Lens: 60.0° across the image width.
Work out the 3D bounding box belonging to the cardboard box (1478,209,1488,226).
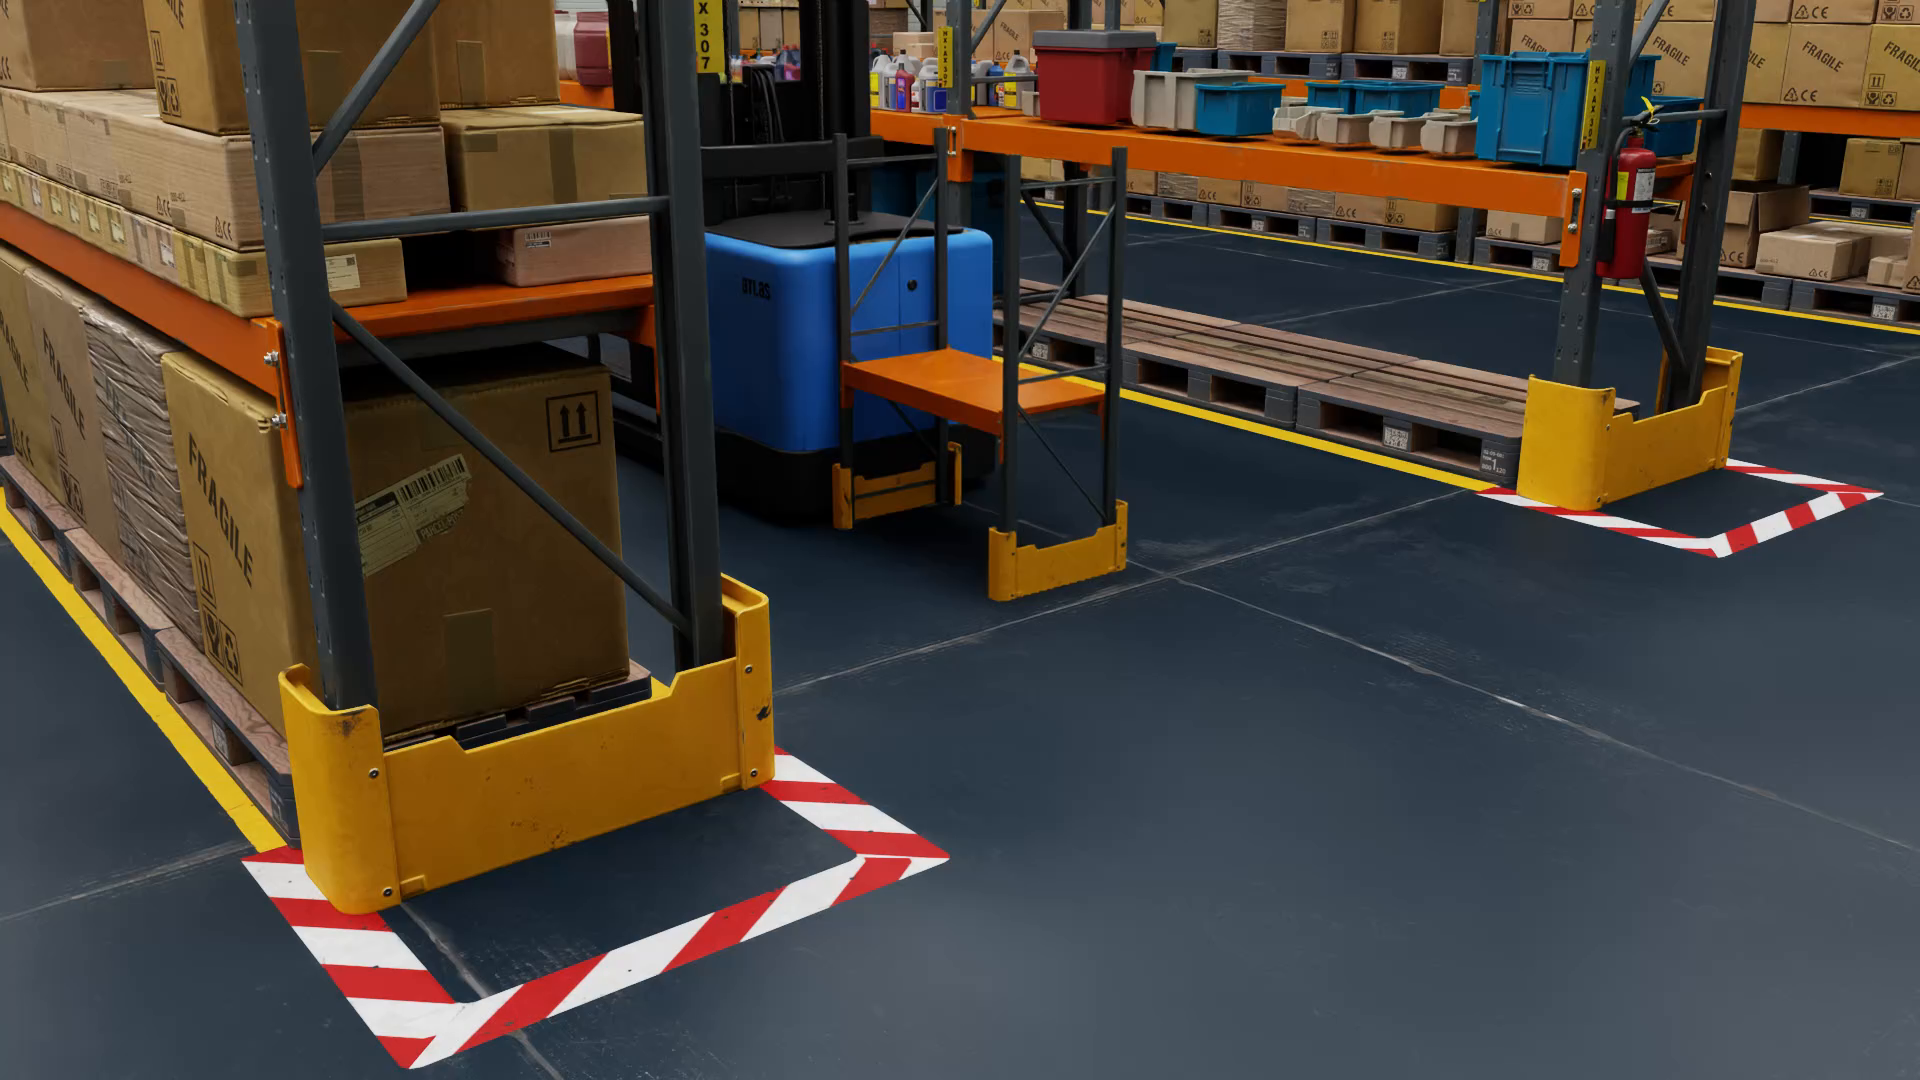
[{"bbox_3d":[4.126,-2.831,13.417,0.500,0.500,0.500,-15,24,-39],"label":"cardboard box"}]

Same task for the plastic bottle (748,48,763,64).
[{"bbox_3d":[-1.548,-3.590,12.618,0.061,0.283,0.133,-14,23,-36],"label":"plastic bottle"}]

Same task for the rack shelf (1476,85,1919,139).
[{"bbox_3d":[5.477,-2.808,11.215,1.077,0.370,4.000,-14,23,-36],"label":"rack shelf"}]

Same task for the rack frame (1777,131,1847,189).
[{"bbox_3d":[8.116,-4.610,15.512,1.000,3.000,0.127,-14,23,-36],"label":"rack frame"}]

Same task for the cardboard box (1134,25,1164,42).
[{"bbox_3d":[2.618,-6.577,21.660,0.500,0.250,0.500,-14,23,-36],"label":"cardboard box"}]

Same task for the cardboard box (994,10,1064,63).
[{"bbox_3d":[0.697,-5.086,16.790,0.500,0.500,0.500,-16,24,-39],"label":"cardboard box"}]

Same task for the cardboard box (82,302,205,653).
[{"bbox_3d":[-2.074,-0.281,5.151,0.875,0.875,0.875,-14,23,-36],"label":"cardboard box"}]

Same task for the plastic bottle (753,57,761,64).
[{"bbox_3d":[-1.350,-3.113,11.195,0.097,0.271,0.097,0,18,0],"label":"plastic bottle"}]

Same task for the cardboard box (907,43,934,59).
[{"bbox_3d":[-0.342,-5.236,17.803,0.380,0.149,0.250,-14,23,-36],"label":"cardboard box"}]

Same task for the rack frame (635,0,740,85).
[{"bbox_3d":[-2.133,-3.662,12.650,1.000,3.000,0.127,-14,23,-36],"label":"rack frame"}]

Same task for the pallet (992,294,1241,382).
[{"bbox_3d":[0.837,-1.179,9.587,1.003,0.211,1.213,-14,23,-36],"label":"pallet"}]

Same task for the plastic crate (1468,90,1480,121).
[{"bbox_3d":[2.530,-1.927,7.581,0.416,0.233,0.300,-14,23,-36],"label":"plastic crate"}]

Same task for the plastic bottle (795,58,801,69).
[{"bbox_3d":[-1.044,-3.022,10.921,0.097,0.271,0.097,0,18,0],"label":"plastic bottle"}]

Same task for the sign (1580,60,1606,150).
[{"bbox_3d":[2.413,-1.657,6.334,0.100,0.325,0.005,-14,23,-36],"label":"sign"}]

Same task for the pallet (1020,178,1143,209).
[{"bbox_3d":[1.271,-3.514,16.640,1.003,0.211,1.213,-14,23,-36],"label":"pallet"}]

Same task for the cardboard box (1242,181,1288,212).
[{"bbox_3d":[2.776,-3.102,14.235,0.500,0.500,0.500,-15,23,-38],"label":"cardboard box"}]

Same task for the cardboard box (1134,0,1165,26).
[{"bbox_3d":[2.613,-6.932,21.538,0.500,0.500,0.500,-14,23,-36],"label":"cardboard box"}]

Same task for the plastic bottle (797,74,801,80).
[{"bbox_3d":[-1.009,-2.944,10.797,0.097,0.201,0.097,0,18,0],"label":"plastic bottle"}]

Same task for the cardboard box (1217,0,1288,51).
[{"bbox_3d":[2.650,-4.479,14.289,0.700,0.500,0.500,-9,20,-26],"label":"cardboard box"}]

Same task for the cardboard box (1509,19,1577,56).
[{"bbox_3d":[4.338,-3.511,12.034,0.500,0.500,0.500,-13,22,-35],"label":"cardboard box"}]

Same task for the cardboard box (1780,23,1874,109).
[{"bbox_3d":[5.597,-3.012,10.529,0.500,0.500,0.500,-14,23,-36],"label":"cardboard box"}]

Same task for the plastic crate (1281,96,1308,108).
[{"bbox_3d":[1.667,-2.209,8.586,0.293,0.136,0.466,-14,23,-36],"label":"plastic crate"}]

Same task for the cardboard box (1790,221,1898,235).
[{"bbox_3d":[5.983,-1.996,11.292,0.500,0.250,0.500,-14,23,-36],"label":"cardboard box"}]

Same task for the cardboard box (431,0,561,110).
[{"bbox_3d":[-1.446,-1.444,4.524,0.500,0.500,0.500,-15,23,-37],"label":"cardboard box"}]

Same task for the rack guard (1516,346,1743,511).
[{"bbox_3d":[2.859,-0.501,7.079,1.175,0.500,0.348,-14,23,-36],"label":"rack guard"}]

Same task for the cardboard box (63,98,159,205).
[{"bbox_3d":[-2.188,-1.112,4.714,0.500,0.250,0.500,-15,23,-38],"label":"cardboard box"}]

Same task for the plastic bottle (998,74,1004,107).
[{"bbox_3d":[0.288,-2.813,10.403,0.097,0.201,0.097,0,18,0],"label":"plastic bottle"}]

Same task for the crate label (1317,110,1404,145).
[{"bbox_3d":[1.825,-1.898,7.646,0.396,0.136,0.243,-14,23,-36],"label":"crate label"}]

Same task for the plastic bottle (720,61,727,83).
[{"bbox_3d":[-1.640,-3.224,11.513,0.061,0.283,0.133,-14,23,-36],"label":"plastic bottle"}]

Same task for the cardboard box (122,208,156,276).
[{"bbox_3d":[-2.001,-0.816,4.454,0.380,0.149,0.250,-13,23,-35],"label":"cardboard box"}]

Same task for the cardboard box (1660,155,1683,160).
[{"bbox_3d":[7.057,-4.142,16.851,0.750,0.750,0.750,-13,22,-34],"label":"cardboard box"}]

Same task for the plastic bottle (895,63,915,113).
[{"bbox_3d":[-0.327,-2.703,9.939,0.061,0.283,0.133,-14,23,-36],"label":"plastic bottle"}]

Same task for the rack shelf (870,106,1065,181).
[{"bbox_3d":[-0.891,-2.828,11.274,1.077,0.370,4.000,-14,23,-36],"label":"rack shelf"}]

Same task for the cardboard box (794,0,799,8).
[{"bbox_3d":[-1.699,-6.245,19.260,0.380,0.149,0.250,-14,23,-36],"label":"cardboard box"}]

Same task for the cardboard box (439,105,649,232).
[{"bbox_3d":[-1.135,-0.965,4.270,0.500,0.250,0.500,-15,23,-38],"label":"cardboard box"}]

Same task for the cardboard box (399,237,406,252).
[{"bbox_3d":[-1.493,-0.947,4.849,0.380,0.149,0.250,-14,23,-37],"label":"cardboard box"}]

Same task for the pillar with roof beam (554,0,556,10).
[{"bbox_3d":[-12.772,-14.006,34.346,9.100,9.000,0.400,-14,23,-36],"label":"pillar with roof beam"}]

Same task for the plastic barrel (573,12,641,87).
[{"bbox_3d":[-2.659,-3.782,12.795,0.600,0.536,0.708,-14,23,-36],"label":"plastic barrel"}]

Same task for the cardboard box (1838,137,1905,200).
[{"bbox_3d":[8.500,-3.418,15.222,0.700,0.500,0.500,-14,23,-35],"label":"cardboard box"}]

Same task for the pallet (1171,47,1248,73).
[{"bbox_3d":[2.228,-4.383,15.134,1.213,0.211,1.003,-14,23,-36],"label":"pallet"}]

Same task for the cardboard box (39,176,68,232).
[{"bbox_3d":[-2.640,-1.069,5.218,0.380,0.149,0.250,-15,23,-38],"label":"cardboard box"}]

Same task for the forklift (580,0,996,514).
[{"bbox_3d":[-1.133,-1.896,7.426,1.130,2.935,3.031,-13,22,-35],"label":"forklift"}]

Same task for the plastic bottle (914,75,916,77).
[{"bbox_3d":[-0.288,-2.735,10.166,0.097,0.201,0.097,0,18,0],"label":"plastic bottle"}]

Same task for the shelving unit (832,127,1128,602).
[{"bbox_3d":[0.053,-0.686,6.047,0.587,1.500,1.083,-13,22,-35],"label":"shelving unit"}]

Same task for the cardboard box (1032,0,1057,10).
[{"bbox_3d":[1.341,-7.433,23.051,0.500,0.500,0.500,-15,23,-38],"label":"cardboard box"}]

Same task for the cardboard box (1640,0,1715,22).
[{"bbox_3d":[4.947,-3.739,11.134,0.500,0.500,0.500,-15,23,-38],"label":"cardboard box"}]

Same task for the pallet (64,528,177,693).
[{"bbox_3d":[-2.360,0.118,5.671,1.003,0.211,1.213,-14,23,-36],"label":"pallet"}]

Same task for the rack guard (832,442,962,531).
[{"bbox_3d":[-0.245,-0.218,6.623,0.587,0.250,0.087,-13,22,-35],"label":"rack guard"}]

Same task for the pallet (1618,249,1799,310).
[{"bbox_3d":[5.423,-1.848,11.608,1.003,0.211,1.213,-14,23,-36],"label":"pallet"}]

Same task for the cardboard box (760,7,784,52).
[{"bbox_3d":[-1.972,-6.148,19.999,0.700,0.500,0.500,-13,22,-35],"label":"cardboard box"}]

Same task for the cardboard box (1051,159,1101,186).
[{"bbox_3d":[1.234,-3.604,16.180,0.500,0.250,0.500,-13,23,-35],"label":"cardboard box"}]

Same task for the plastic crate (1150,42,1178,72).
[{"bbox_3d":[0.908,-2.649,9.520,0.392,0.384,0.575,-14,23,-36],"label":"plastic crate"}]

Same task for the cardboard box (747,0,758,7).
[{"bbox_3d":[-2.339,-6.499,20.026,0.380,0.149,0.250,-14,23,-37],"label":"cardboard box"}]

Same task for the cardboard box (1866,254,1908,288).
[{"bbox_3d":[6.008,-1.724,10.603,0.380,0.166,0.250,-14,23,-36],"label":"cardboard box"}]
